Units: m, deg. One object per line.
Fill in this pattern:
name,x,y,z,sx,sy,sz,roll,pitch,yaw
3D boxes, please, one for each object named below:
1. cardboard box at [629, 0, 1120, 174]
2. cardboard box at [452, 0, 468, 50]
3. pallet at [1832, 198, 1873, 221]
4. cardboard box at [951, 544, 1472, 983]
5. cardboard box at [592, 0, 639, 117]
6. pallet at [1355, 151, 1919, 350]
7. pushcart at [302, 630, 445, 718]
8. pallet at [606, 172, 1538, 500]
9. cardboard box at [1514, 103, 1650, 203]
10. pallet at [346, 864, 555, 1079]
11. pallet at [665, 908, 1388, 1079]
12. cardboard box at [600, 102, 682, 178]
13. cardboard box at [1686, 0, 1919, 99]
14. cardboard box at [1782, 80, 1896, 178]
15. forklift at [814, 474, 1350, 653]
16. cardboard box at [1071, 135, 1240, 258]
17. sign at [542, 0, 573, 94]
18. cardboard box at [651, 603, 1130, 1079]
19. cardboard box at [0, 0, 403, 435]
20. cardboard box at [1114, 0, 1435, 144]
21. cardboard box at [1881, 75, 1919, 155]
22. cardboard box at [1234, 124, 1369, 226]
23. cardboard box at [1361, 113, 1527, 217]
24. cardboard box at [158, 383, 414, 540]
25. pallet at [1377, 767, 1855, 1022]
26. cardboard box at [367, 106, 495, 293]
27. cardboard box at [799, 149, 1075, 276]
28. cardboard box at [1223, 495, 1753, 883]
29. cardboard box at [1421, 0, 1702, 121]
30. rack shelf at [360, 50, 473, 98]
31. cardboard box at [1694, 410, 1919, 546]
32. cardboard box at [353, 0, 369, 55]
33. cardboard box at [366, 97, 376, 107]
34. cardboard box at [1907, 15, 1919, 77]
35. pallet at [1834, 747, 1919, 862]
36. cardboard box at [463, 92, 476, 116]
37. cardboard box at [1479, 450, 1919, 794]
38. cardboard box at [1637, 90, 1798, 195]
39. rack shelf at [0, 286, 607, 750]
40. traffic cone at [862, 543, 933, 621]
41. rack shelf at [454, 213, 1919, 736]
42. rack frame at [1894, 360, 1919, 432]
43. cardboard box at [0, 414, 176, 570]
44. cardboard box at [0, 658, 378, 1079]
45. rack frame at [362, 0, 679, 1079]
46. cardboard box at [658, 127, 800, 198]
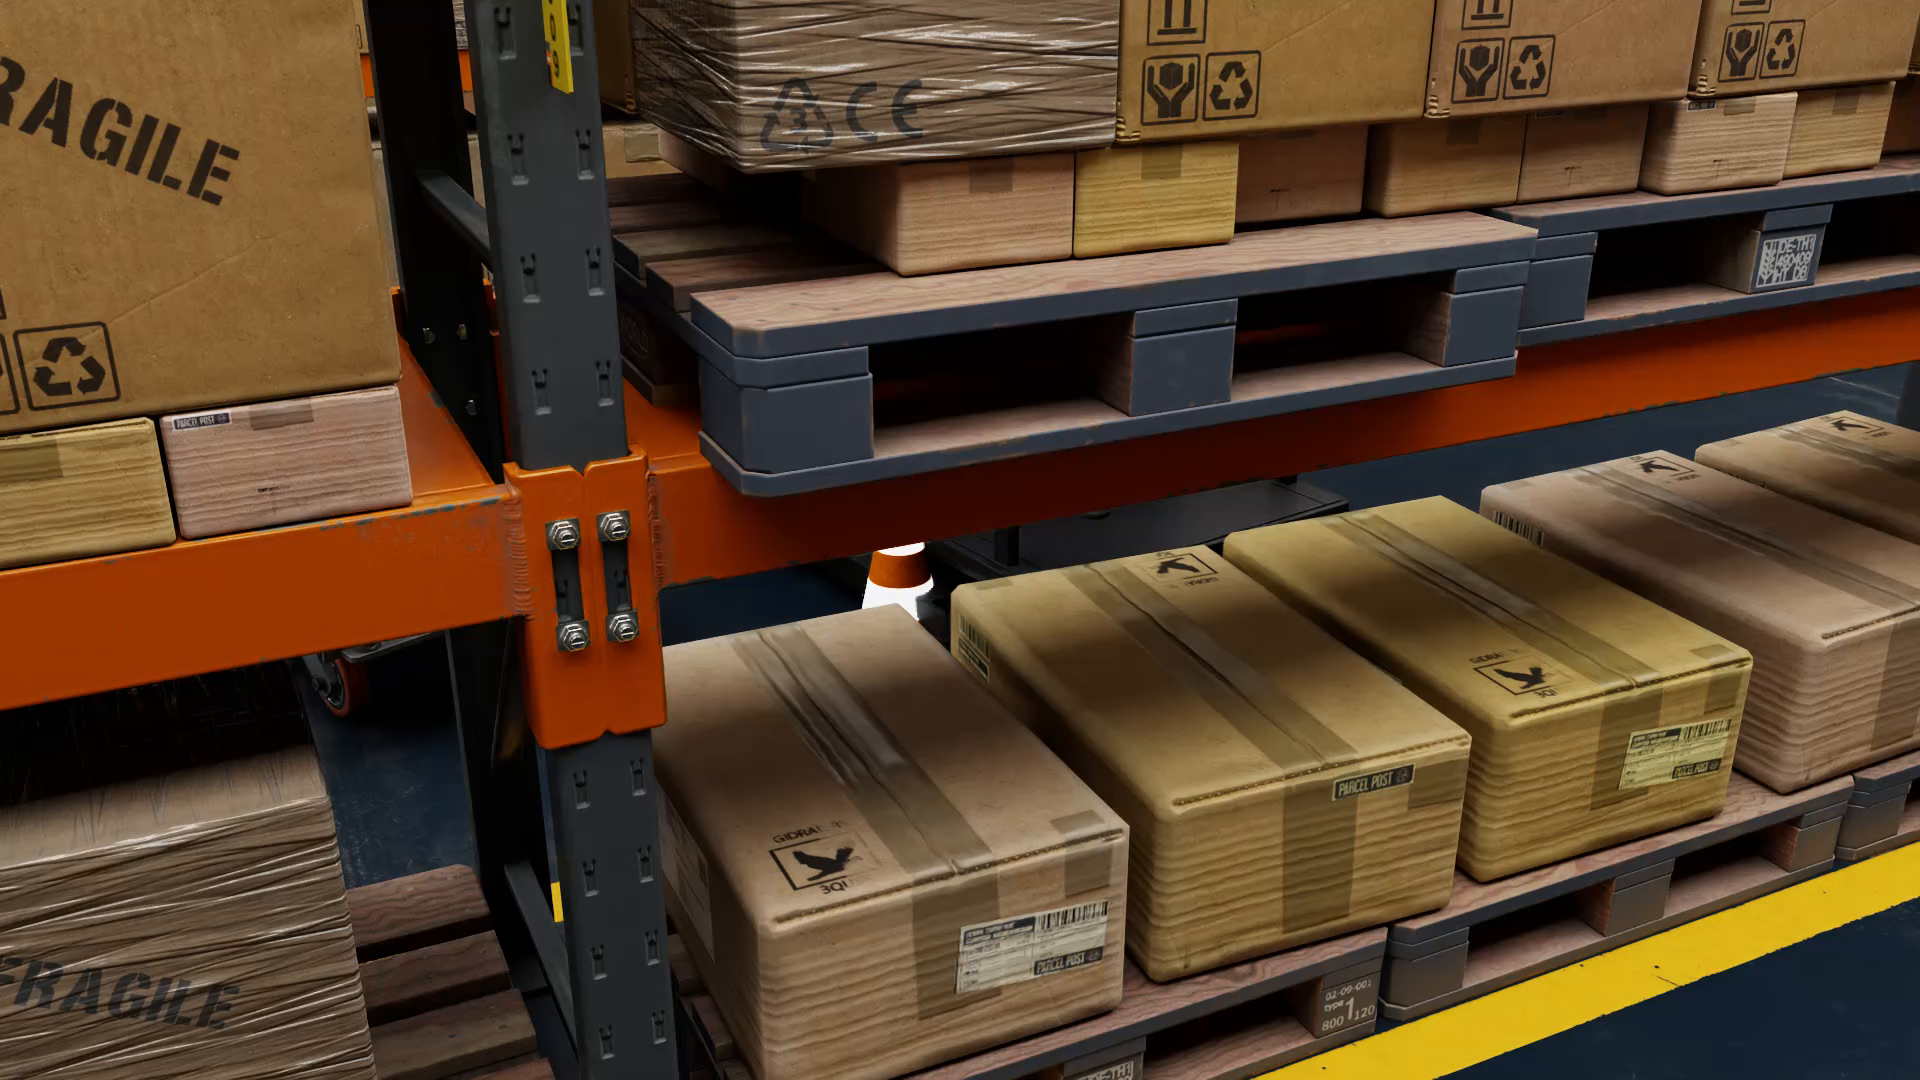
cardboard box,-0.129,-0.782,2.150,0.500,0.500,0.500,-10,24,-22
cardboard box,-1.868,-2.240,6.608,0.500,0.500,0.500,-10,25,-23
pallet,2.333,-0.846,3.622,1.003,0.211,1.213,-10,25,-24
cardboard box,0.442,0.386,3.282,0.625,0.372,0.950,-9,24,-20
cardboard box,-0.359,-0.959,2.577,0.500,0.500,0.500,-11,25,-25
pallet,1.163,-0.658,3.169,1.213,0.211,1.003,-10,25,-24
pushcart,-1.710,0.008,4.736,1.648,0.377,0.936,20,30,40
pallet,0.076,-0.414,2.579,1.213,0.211,1.003,-10,25,-24
cardboard box,0.884,-0.667,2.719,0.250,0.149,0.380,-10,25,-23
pallet,-1.266,0.986,2.592,1.213,0.211,1.003,-10,25,-24
pallet,0.025,0.733,3.203,1.213,0.211,1.003,-10,25,-24
cardboard box,-1.522,-1.562,7.494,0.750,0.750,1.050,-10,25,-24
cardboard box,1.232,-1.032,2.752,0.500,0.500,0.500,-12,25,-26
cardboard box,1.373,-0.747,2.913,0.250,0.149,0.380,-11,25,-25
forklift,0.364,-1.159,4.217,1.130,2.935,3.031,-15,27,-33
cardboard box,0.188,-0.525,2.376,0.250,0.149,0.380,-10,24,-23
sign,-0.434,-0.640,1.742,0.005,0.325,0.100,-10,25,-24
cardboard box,-0.204,0.506,2.991,0.625,0.372,0.950,-10,25,-23
cardboard box,-0.968,-0.450,1.896,0.500,0.500,0.500,-11,25,-25
cardboard box,0.322,-0.866,2.351,0.500,0.500,0.500,-10,25,-23
cardboard box,1.564,-0.817,3.082,0.250,0.149,0.380,-10,25,-23
cardboard box,0.410,-0.598,2.553,0.250,0.149,0.380,-9,24,-20
cardboard box,0.660,-0.627,2.621,0.250,0.149,0.380,-10,25,-23
cardboard box,-0.833,-0.151,2.022,0.250,0.149,0.380,-11,25,-24
pallet,1.126,0.529,3.696,1.213,0.211,1.003,-10,25,-24
cardboard box,-2.393,-1.403,7.111,0.750,0.750,1.050,-11,25,-24
cardboard box,-0.041,-0.487,2.283,0.250,0.149,0.380,-10,25,-23
cardboard box,1.068,0.270,3.562,0.625,0.372,0.950,-10,24,-22
cardboard box,0.774,-0.943,2.537,0.500,0.500,0.500,-11,25,-24
rack shelf,-1.112,-2.114,7.376,4.000,0.370,1.077,-10,25,-24
cardboard box,2.415,0.021,4.164,0.625,0.372,0.950,-12,25,-27
cardboard box,-2.323,-2.156,6.405,0.500,0.500,0.500,-10,25,-23
cardboard box,-3.973,-3.056,11.405,0.500,0.500,0.700,-11,25,-24
cardboard box,1.724,-1.122,2.970,0.500,0.500,0.500,-12,25,-27
pallet,2.224,0.328,4.181,1.213,0.211,1.003,-10,25,-24
cardboard box,-3.469,-3.149,11.629,0.500,0.500,0.700,-13,26,-28
cardboard box,1.754,0.146,3.861,0.625,0.372,0.950,-11,25,-25
cardboard box,1.146,-0.693,2.782,0.250,0.149,0.380,-9,24,-22
rack shelf,-2.478,0.238,1.693,4.000,0.370,1.077,-10,25,-24
traffic cone,-0.166,0.058,4.504,0.334,0.463,0.336,-10,25,-24
rack shelf,1.126,-0.425,3.296,4.000,0.370,1.077,-10,25,-24
rack frame,2.928,-1.089,3.960,0.127,3.000,1.000,-10,25,-24
cardboard box,-1.055,-0.108,1.917,0.250,0.149,0.380,-10,24,-22
cardboard box,-1.092,0.495,2.198,0.500,0.500,0.500,-11,25,-24
rack frame,-0.676,-0.426,2.357,0.127,3.000,1.000,-10,25,-24
cardboard box,-0.332,-0.684,2.760,0.250,0.149,0.380,-10,25,-23
